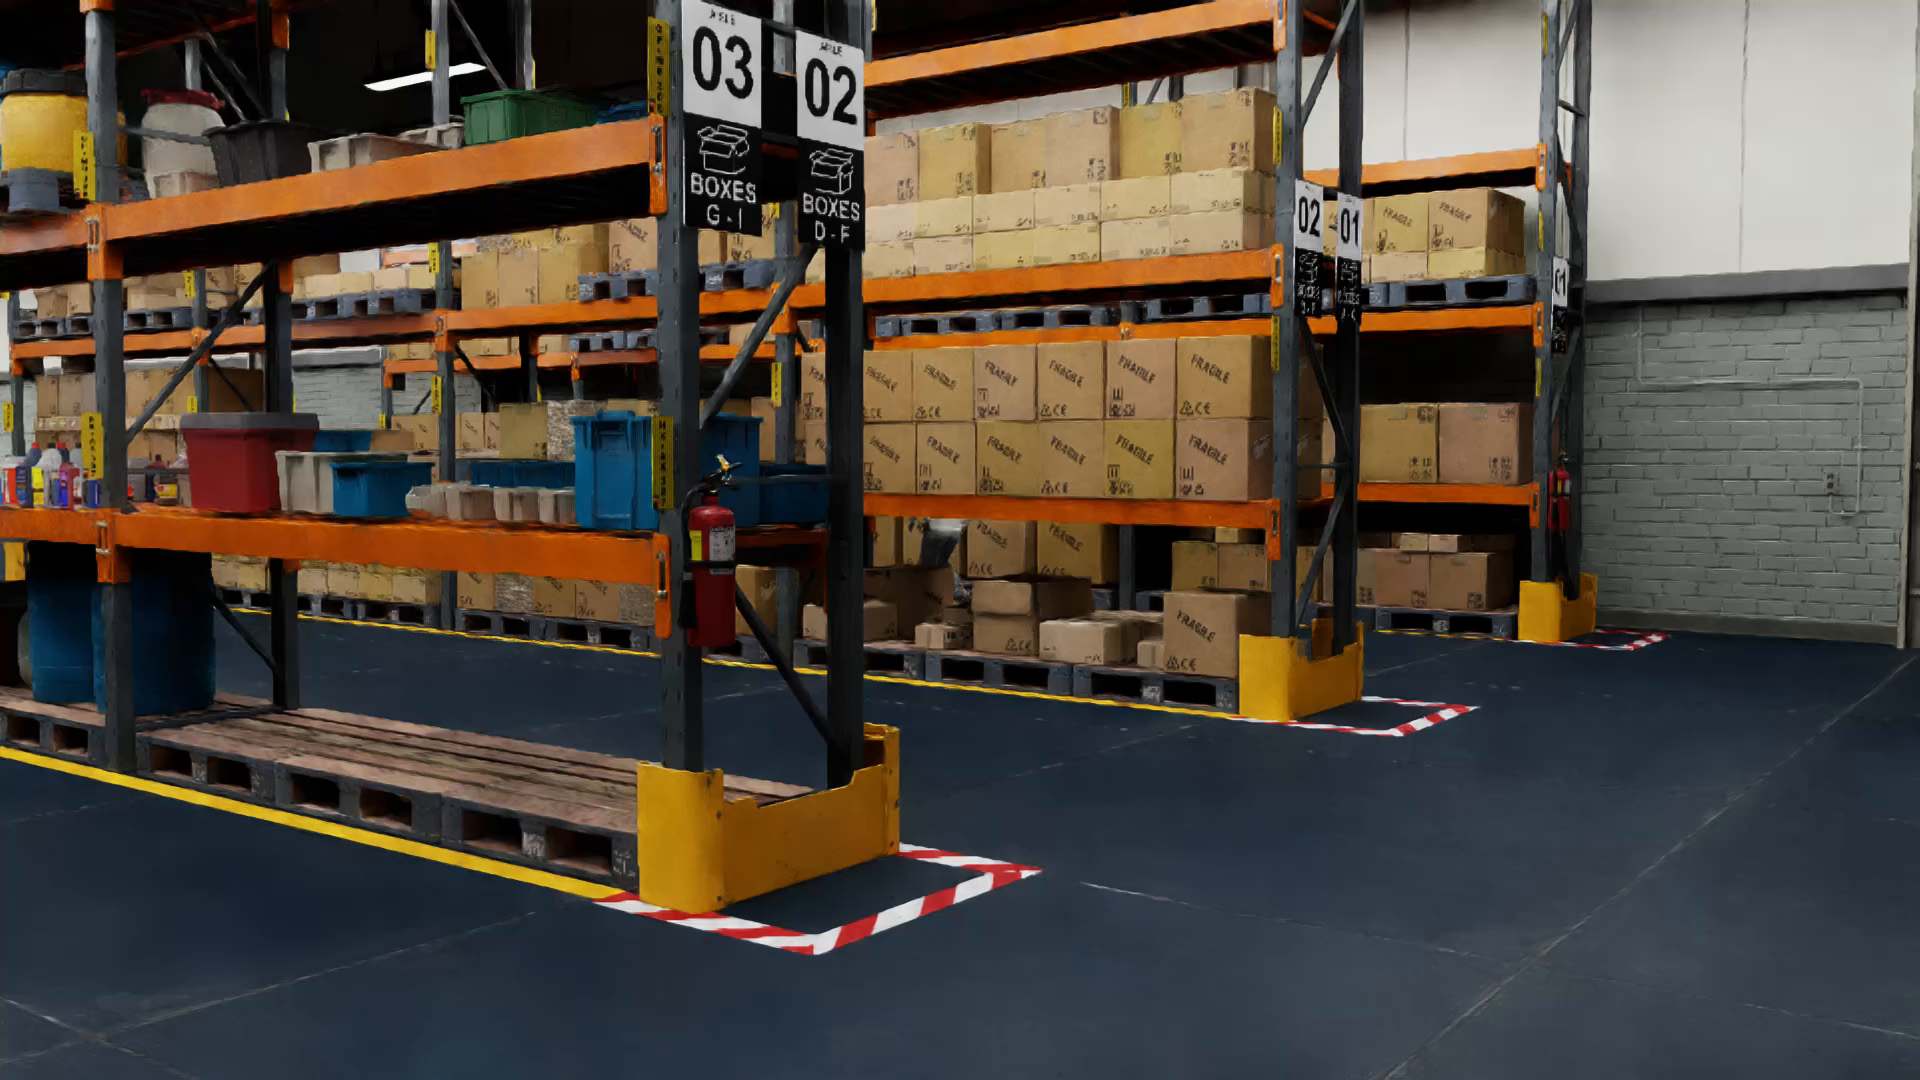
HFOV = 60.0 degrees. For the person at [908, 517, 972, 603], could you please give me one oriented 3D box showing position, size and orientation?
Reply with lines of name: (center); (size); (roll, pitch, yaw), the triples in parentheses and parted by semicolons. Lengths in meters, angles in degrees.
person: (-0.203, -0.085, 15.572); (0.675, 1.660, 0.467); (-2, 4, -34)
